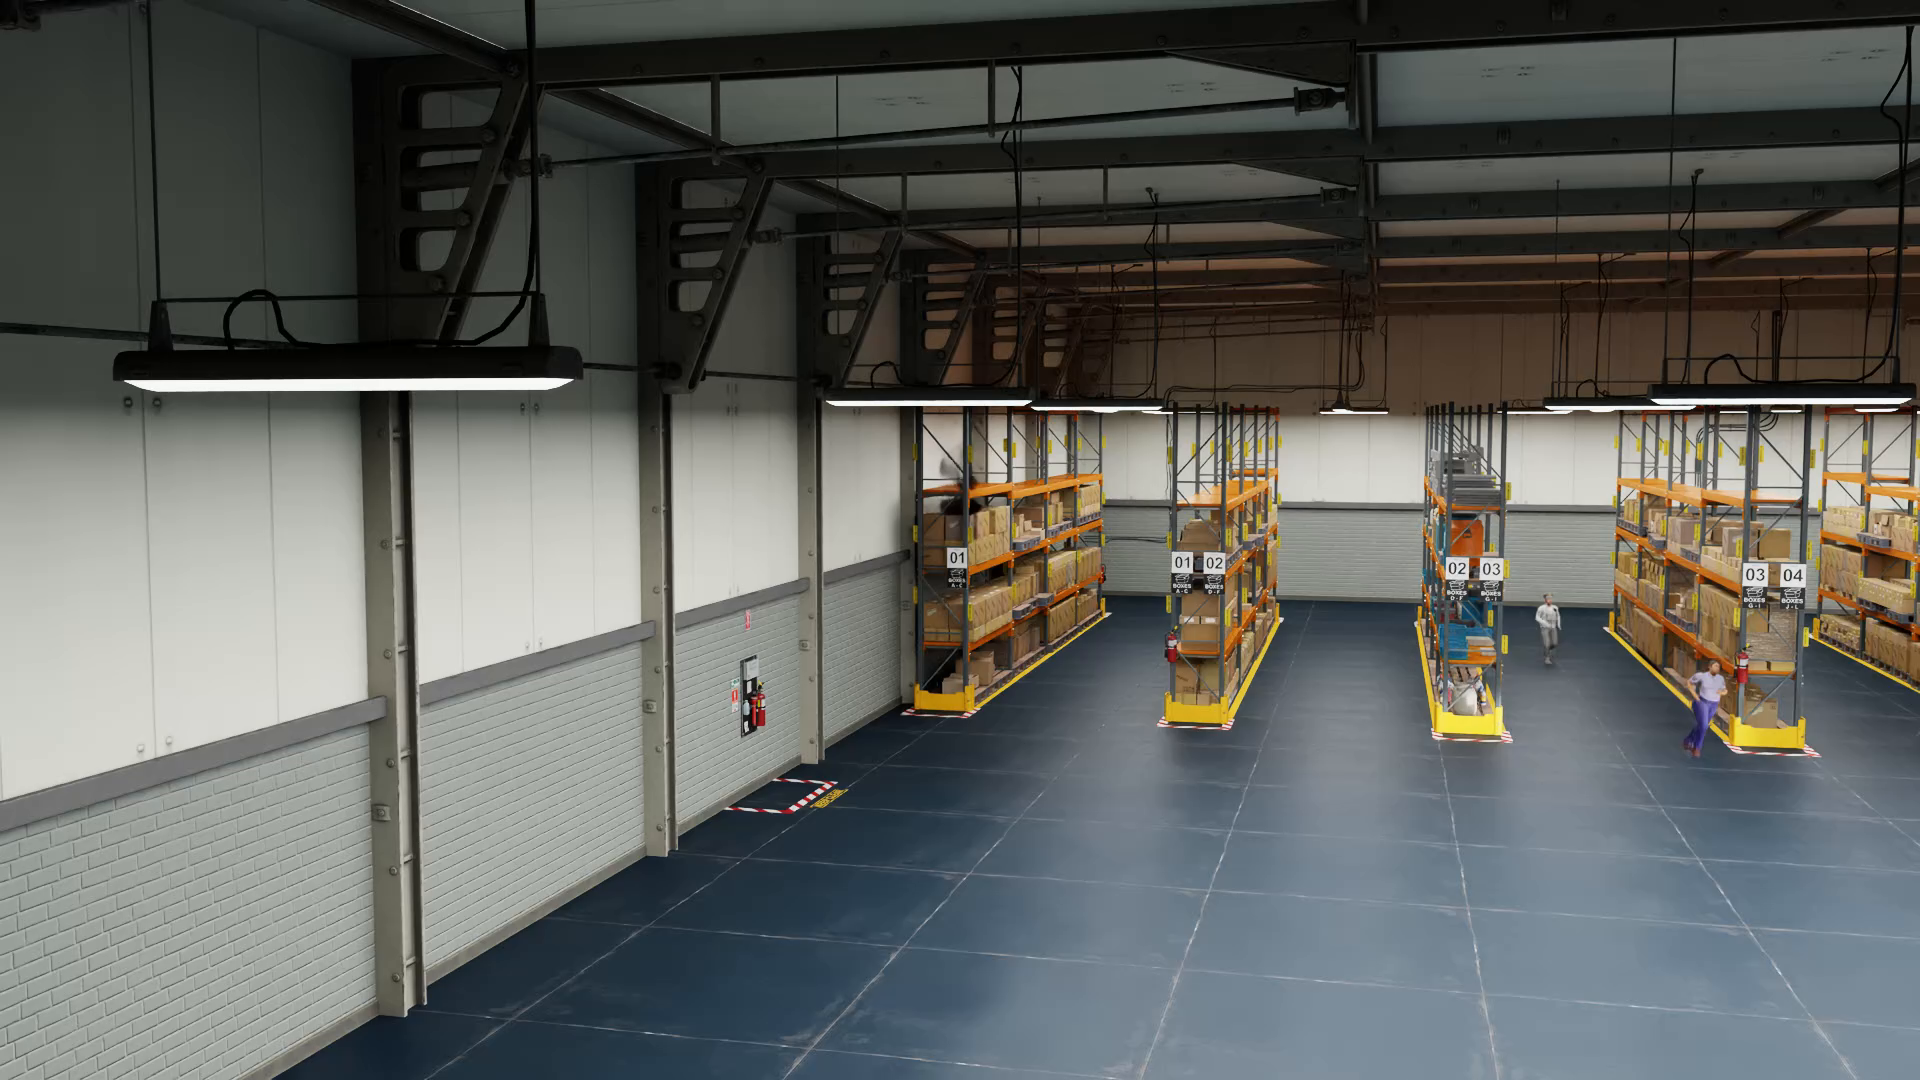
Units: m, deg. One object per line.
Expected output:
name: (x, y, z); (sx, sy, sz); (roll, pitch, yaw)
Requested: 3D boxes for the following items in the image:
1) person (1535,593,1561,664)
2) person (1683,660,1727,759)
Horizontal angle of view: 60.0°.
person: (13.682, 2.053, 38.621); (0.612, 1.658, 0.542); (0, 4, 1)
person: (12.642, 2.850, 28.271); (0.726, 1.661, 0.702); (-1, 4, -11)
